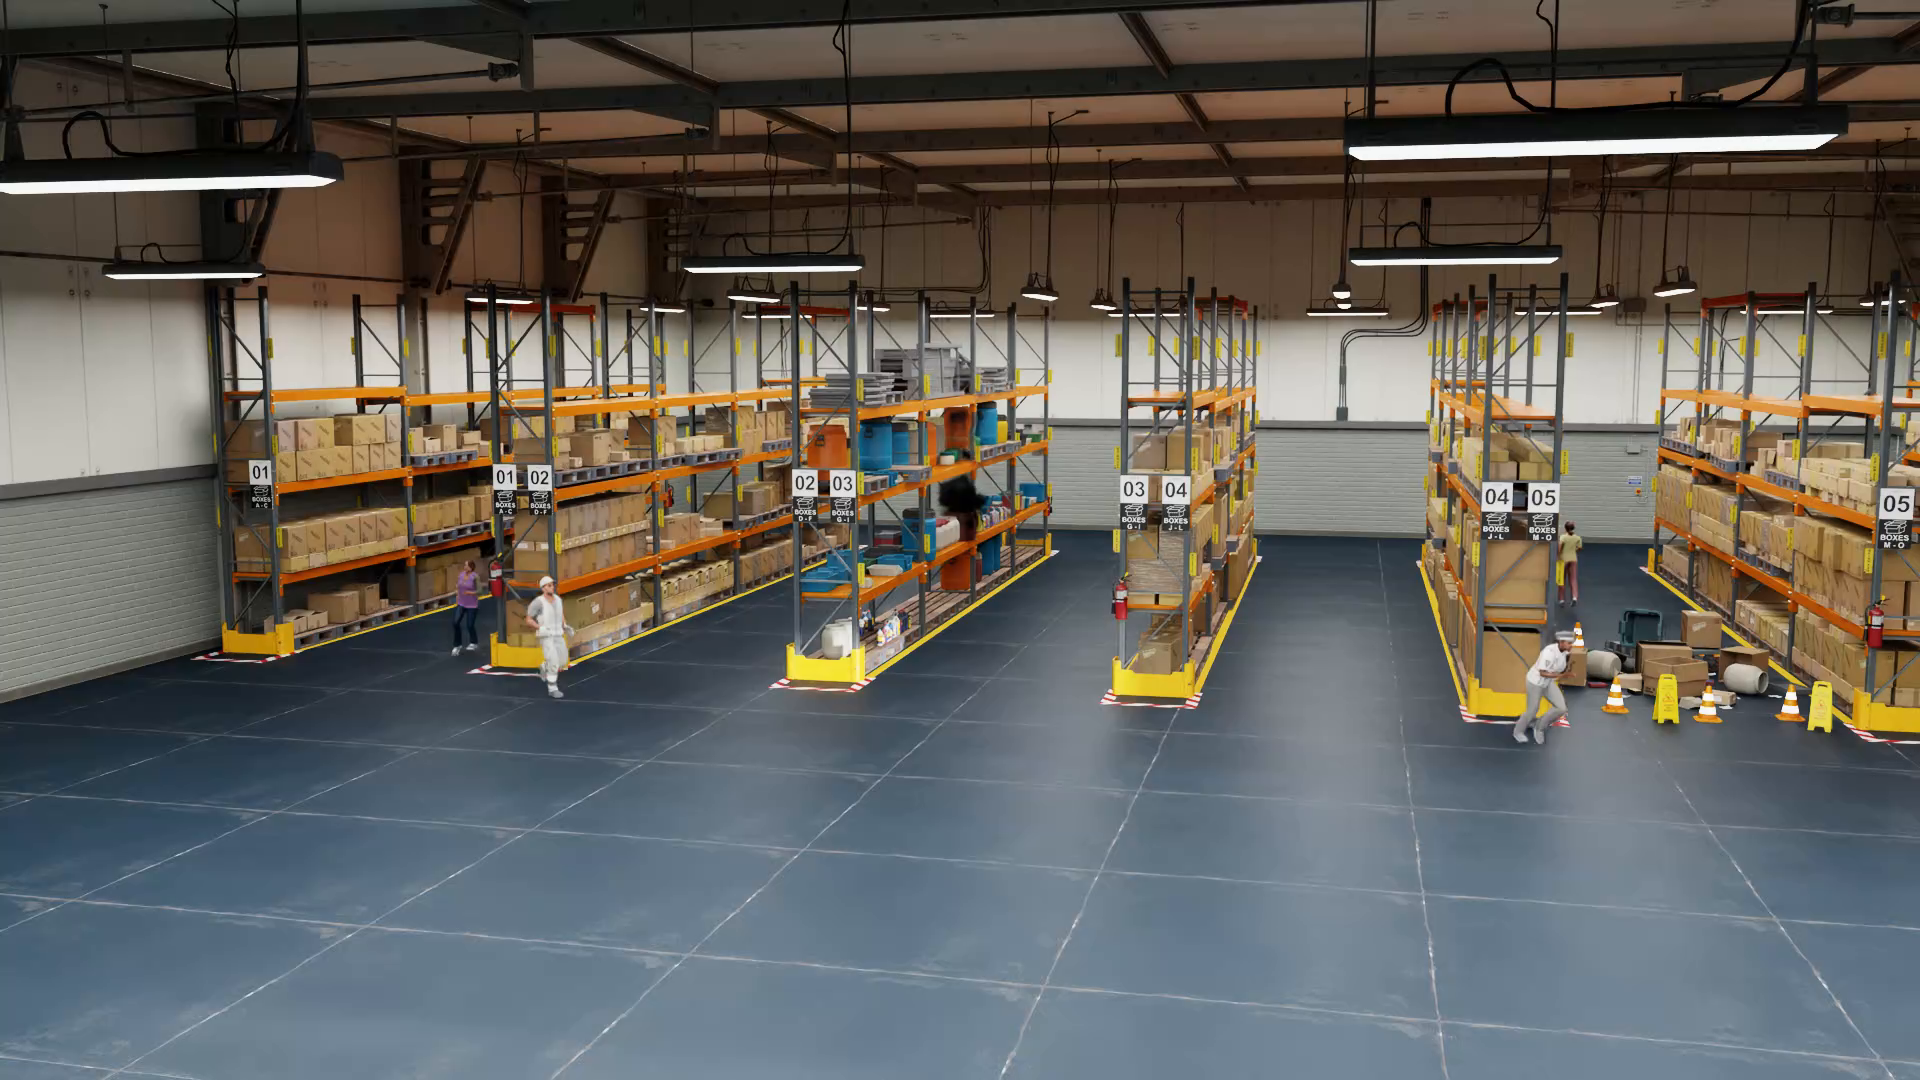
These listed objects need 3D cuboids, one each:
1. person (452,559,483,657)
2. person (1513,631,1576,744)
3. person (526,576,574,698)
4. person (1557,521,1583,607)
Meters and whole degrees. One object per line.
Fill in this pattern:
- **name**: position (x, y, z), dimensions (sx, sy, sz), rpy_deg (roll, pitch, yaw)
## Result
- **person**: position (-8.064, 1.107, 27.256), dimensions (0.540, 1.619, 0.698), rpy_deg (1, 7, 7)
- **person**: position (7.412, 1.844, 20.963), dimensions (0.608, 1.506, 0.911), rpy_deg (-4, 8, -33)
- **person**: position (-5.965, 1.389, 24.035), dimensions (0.607, 1.745, 0.656), rpy_deg (5, 8, 38)
- **person**: position (11.716, 0.473, 31.999), dimensions (0.562, 1.678, 0.948), rpy_deg (1, 7, 6)
